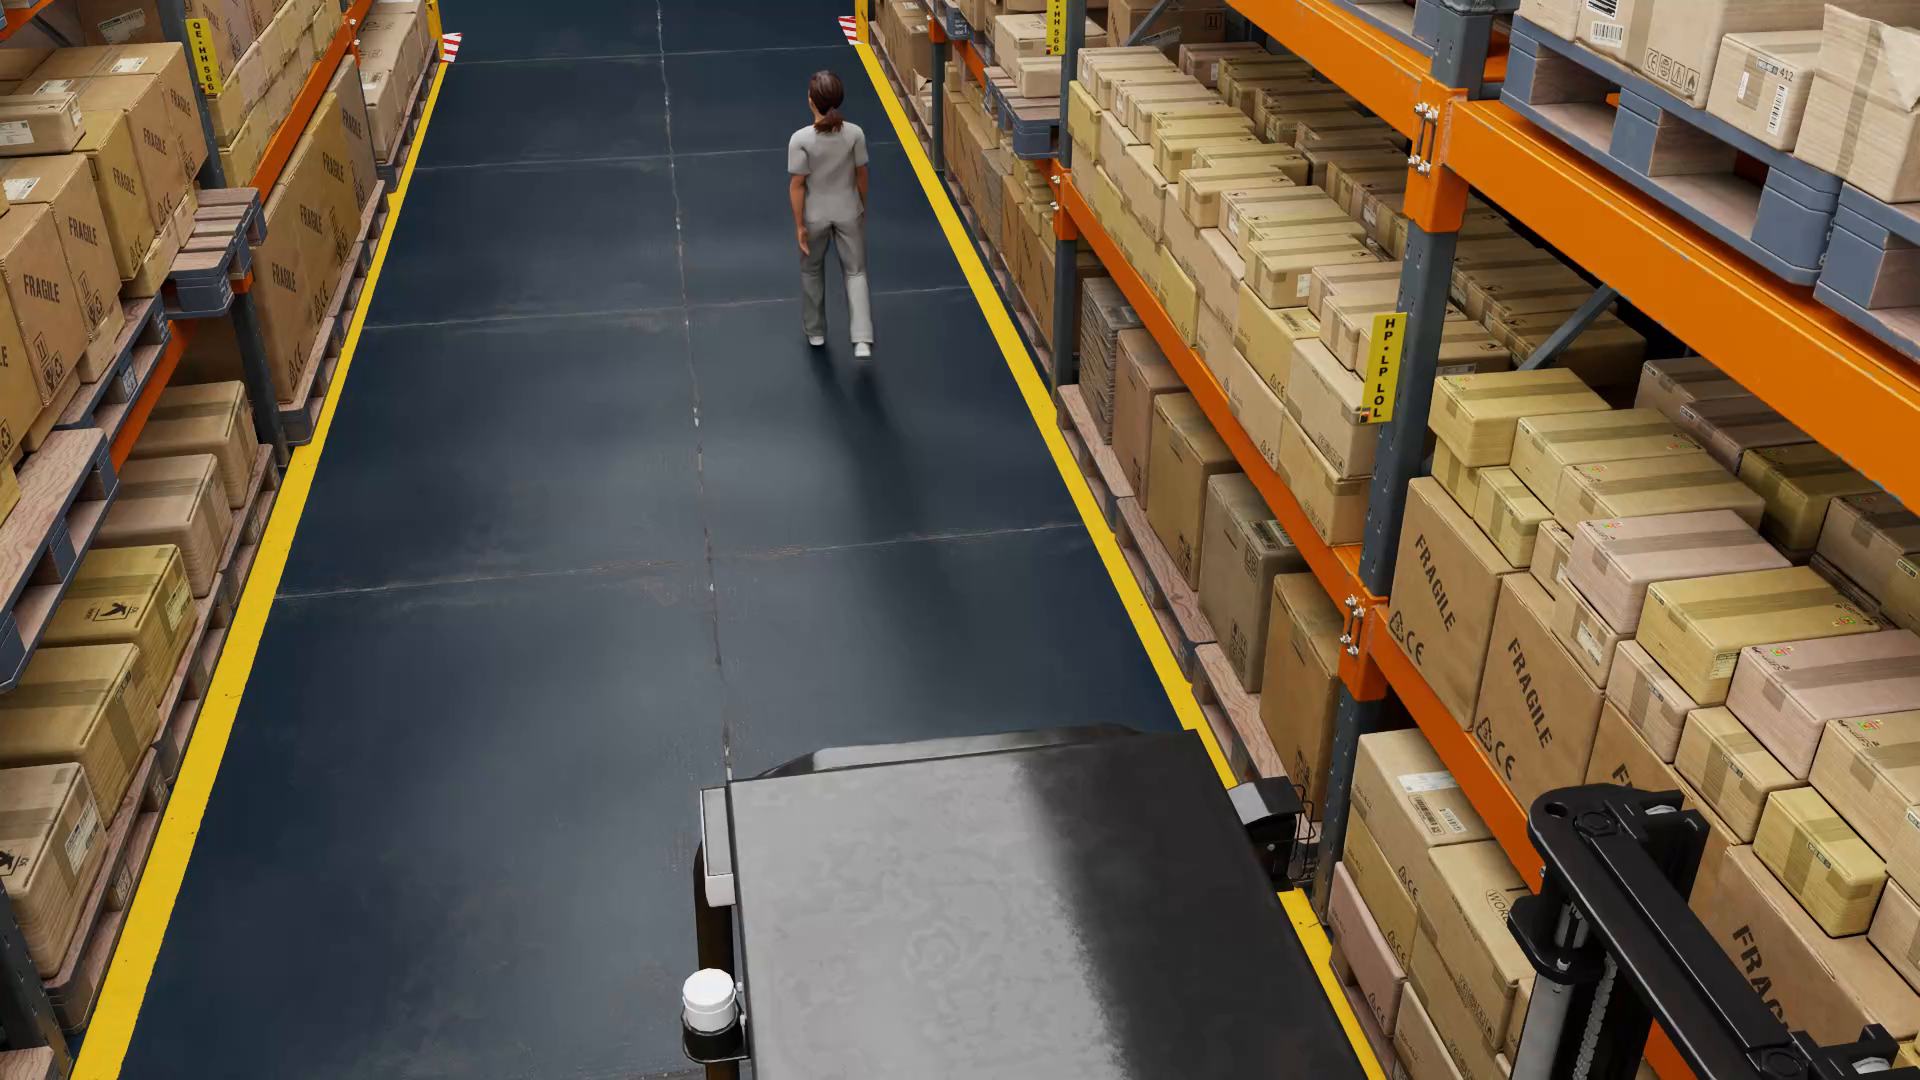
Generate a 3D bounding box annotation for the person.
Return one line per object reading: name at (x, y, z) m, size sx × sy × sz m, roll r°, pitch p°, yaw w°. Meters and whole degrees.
person at (-0.714, -1.767, 9.094) m, size 0.440 × 1.638 × 0.864 m, roll -5°, pitch 31°, yaw -8°
